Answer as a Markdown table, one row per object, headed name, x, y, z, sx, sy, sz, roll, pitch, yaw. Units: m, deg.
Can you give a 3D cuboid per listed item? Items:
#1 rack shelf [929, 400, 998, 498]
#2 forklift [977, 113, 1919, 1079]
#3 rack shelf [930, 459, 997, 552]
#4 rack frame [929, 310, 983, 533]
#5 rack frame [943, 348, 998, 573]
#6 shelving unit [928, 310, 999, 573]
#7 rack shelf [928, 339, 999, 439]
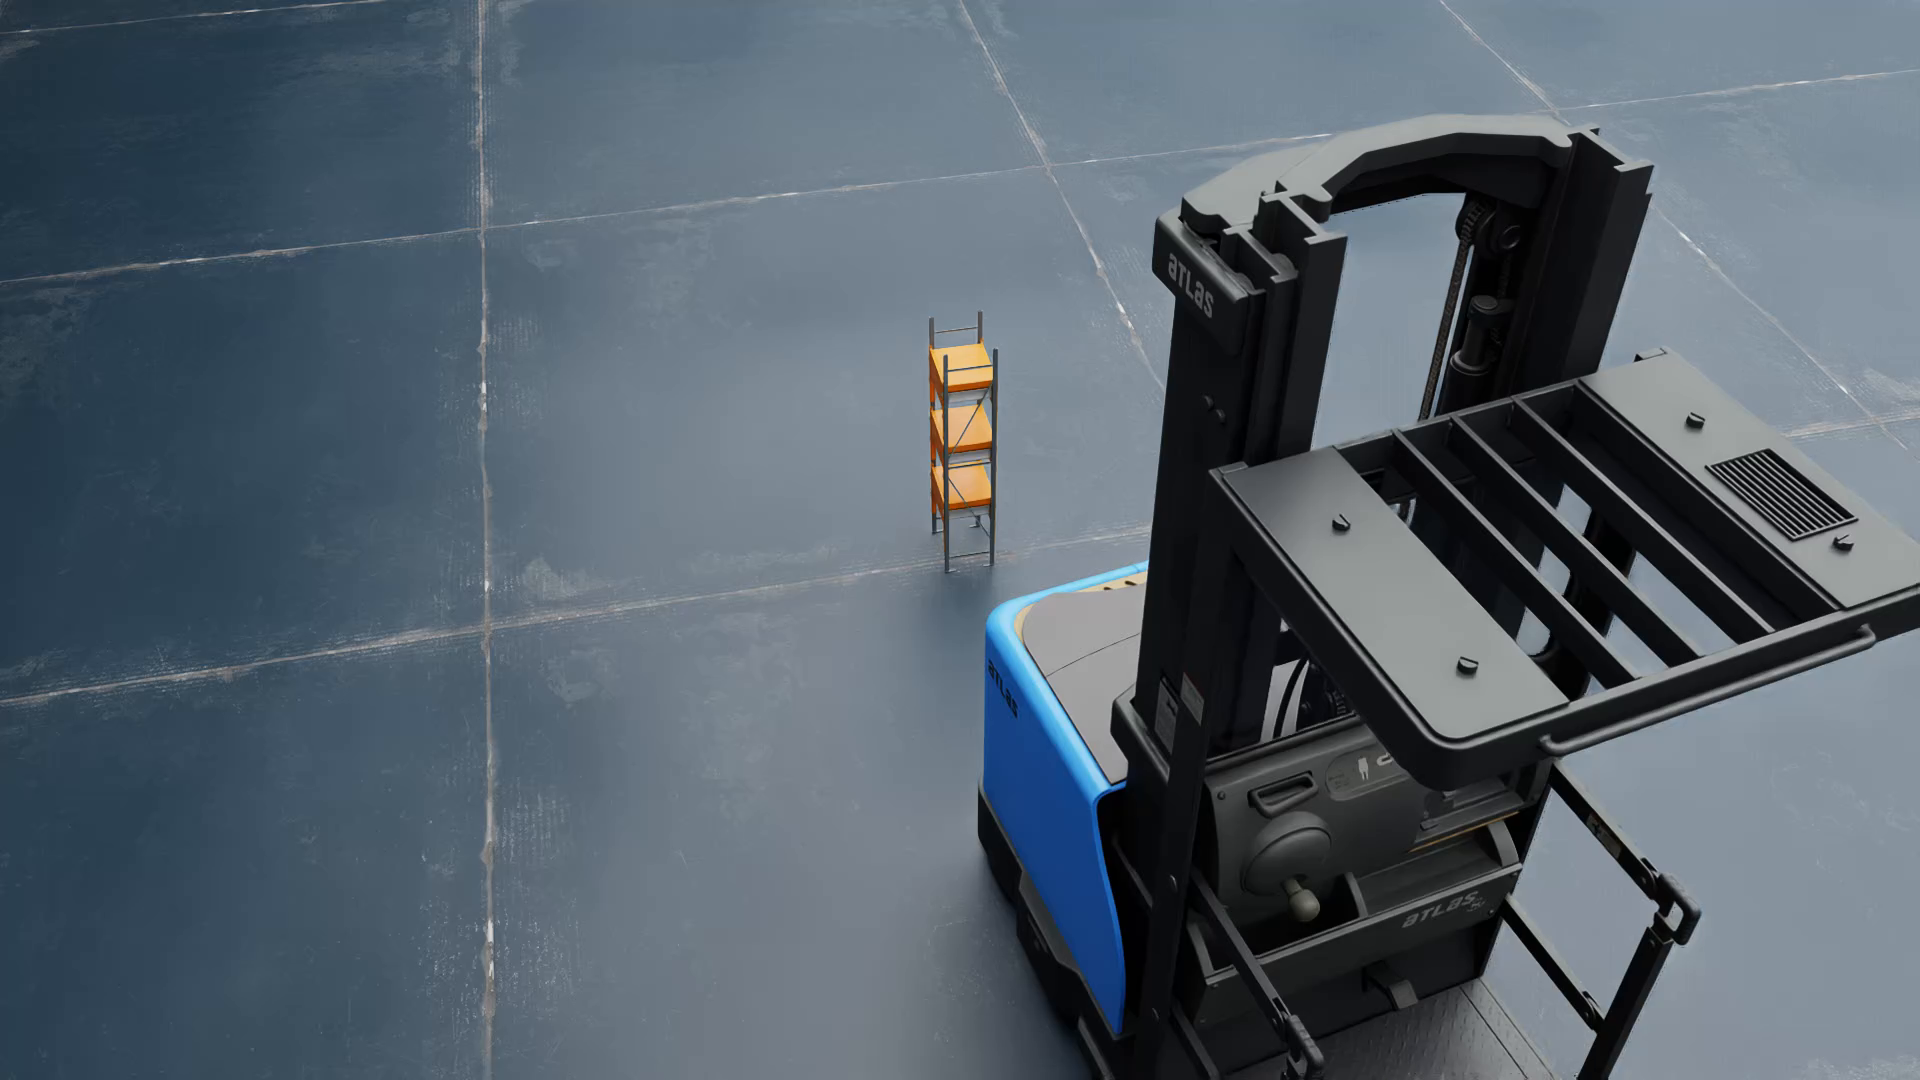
| name | x | y | z | sx | sy | sz | roll | pitch | yaw |
| --- | --- | --- | --- | --- | --- | --- | --- | --- | --- |
| rack shelf | 0.012 | -0.350 | 6.369 | 0.215 | 0.259 | 0.240 | -8 | 42 | -9 |
| forklift | 1.087 | 0.687 | 3.769 | 1.130 | 2.935 | 3.031 | -15 | 44 | -17 |
| rack shelf | 0.012 | -0.142 | 6.554 | 0.215 | 0.259 | 0.240 | -8 | 42 | -9 |
| rack frame | -0.015 | -0.437 | 6.451 | 0.200 | 1.050 | 0.008 | -8 | 42 | -9 |
| rack frame | 0.038 | -0.279 | 6.273 | 0.200 | 1.050 | 0.008 | -8 | 42 | -9 |
| shelving unit | 0.012 | -0.358 | 6.362 | 0.215 | 1.050 | 0.252 | -8 | 42 | -9 |
| rack shelf | 0.012 | -0.562 | 6.181 | 0.215 | 0.259 | 0.240 | -8 | 42 | -9 |
